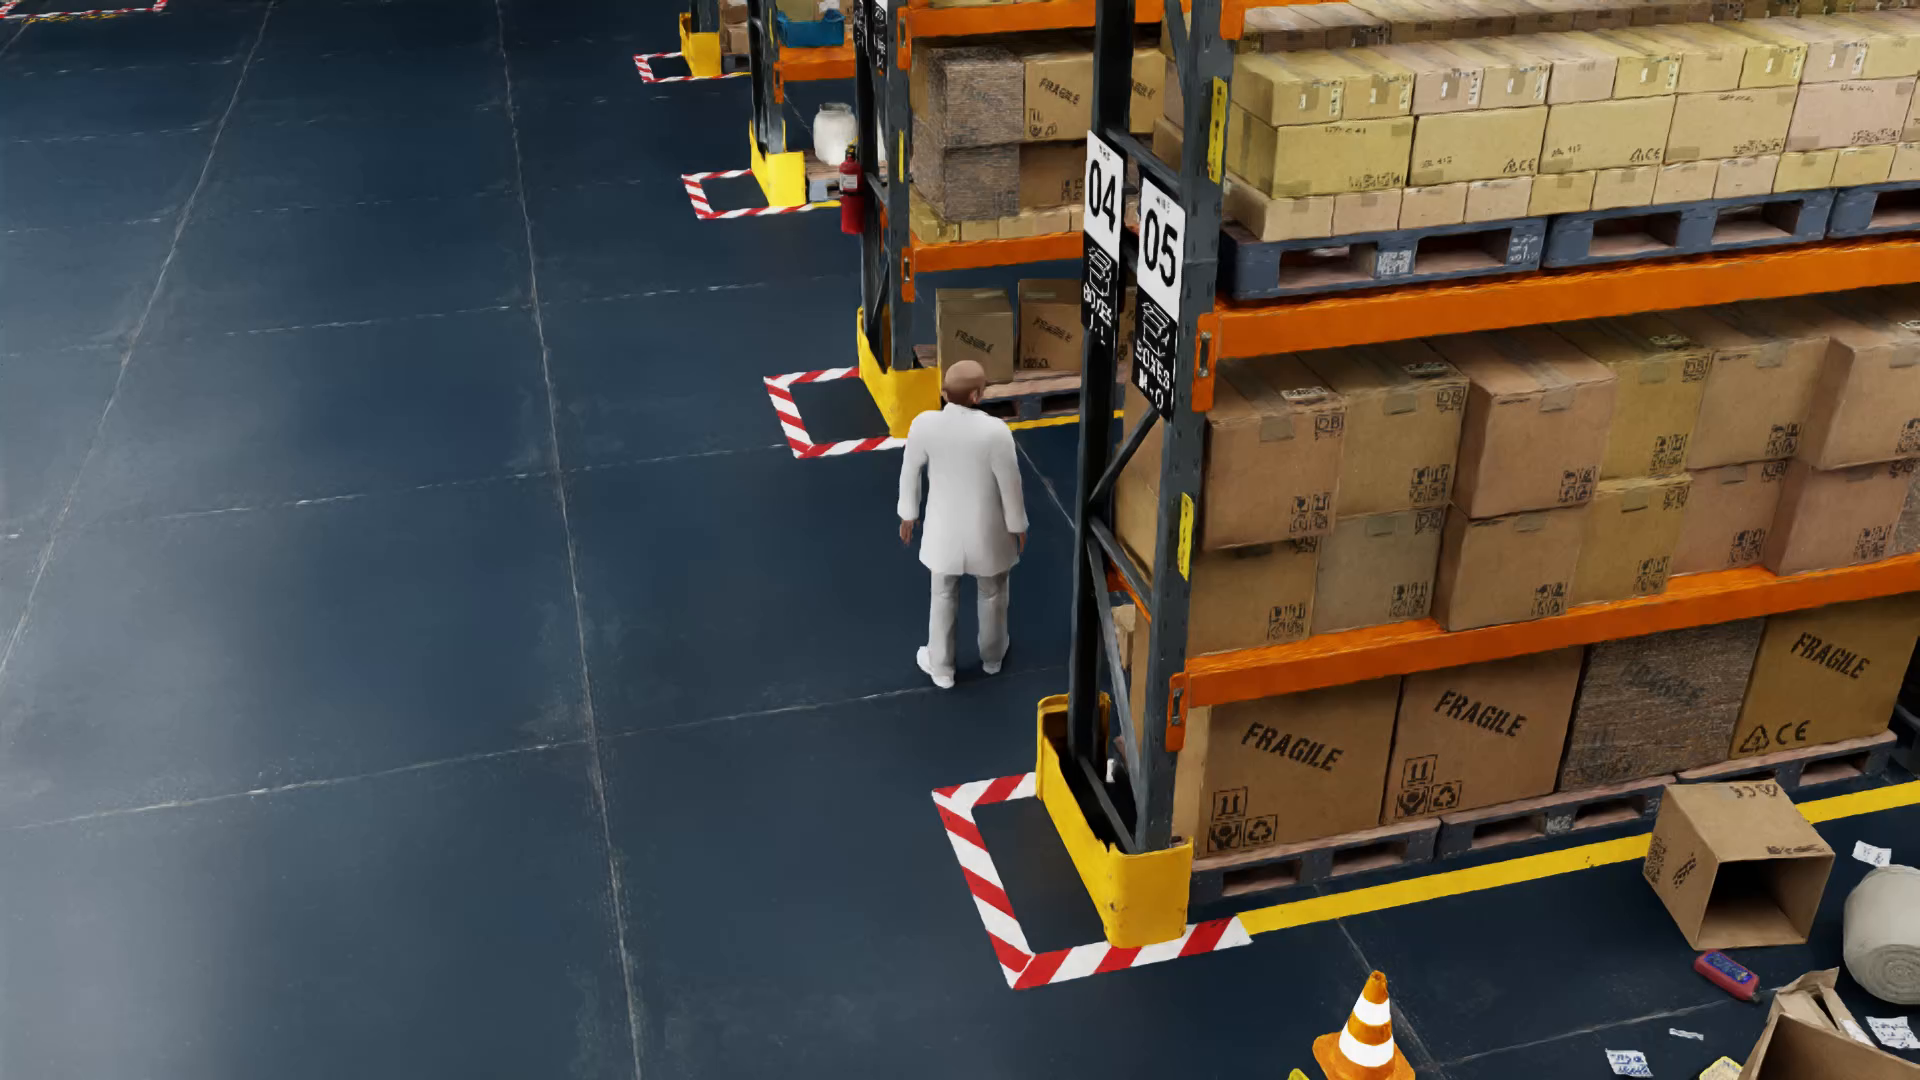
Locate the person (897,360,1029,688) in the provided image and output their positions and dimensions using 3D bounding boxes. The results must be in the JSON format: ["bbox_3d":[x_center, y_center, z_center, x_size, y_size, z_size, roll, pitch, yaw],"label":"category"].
[{"bbox_3d":[0.030,-0.117,8.418,0.686,1.777,0.566,7,31,12],"label":"person"}]
